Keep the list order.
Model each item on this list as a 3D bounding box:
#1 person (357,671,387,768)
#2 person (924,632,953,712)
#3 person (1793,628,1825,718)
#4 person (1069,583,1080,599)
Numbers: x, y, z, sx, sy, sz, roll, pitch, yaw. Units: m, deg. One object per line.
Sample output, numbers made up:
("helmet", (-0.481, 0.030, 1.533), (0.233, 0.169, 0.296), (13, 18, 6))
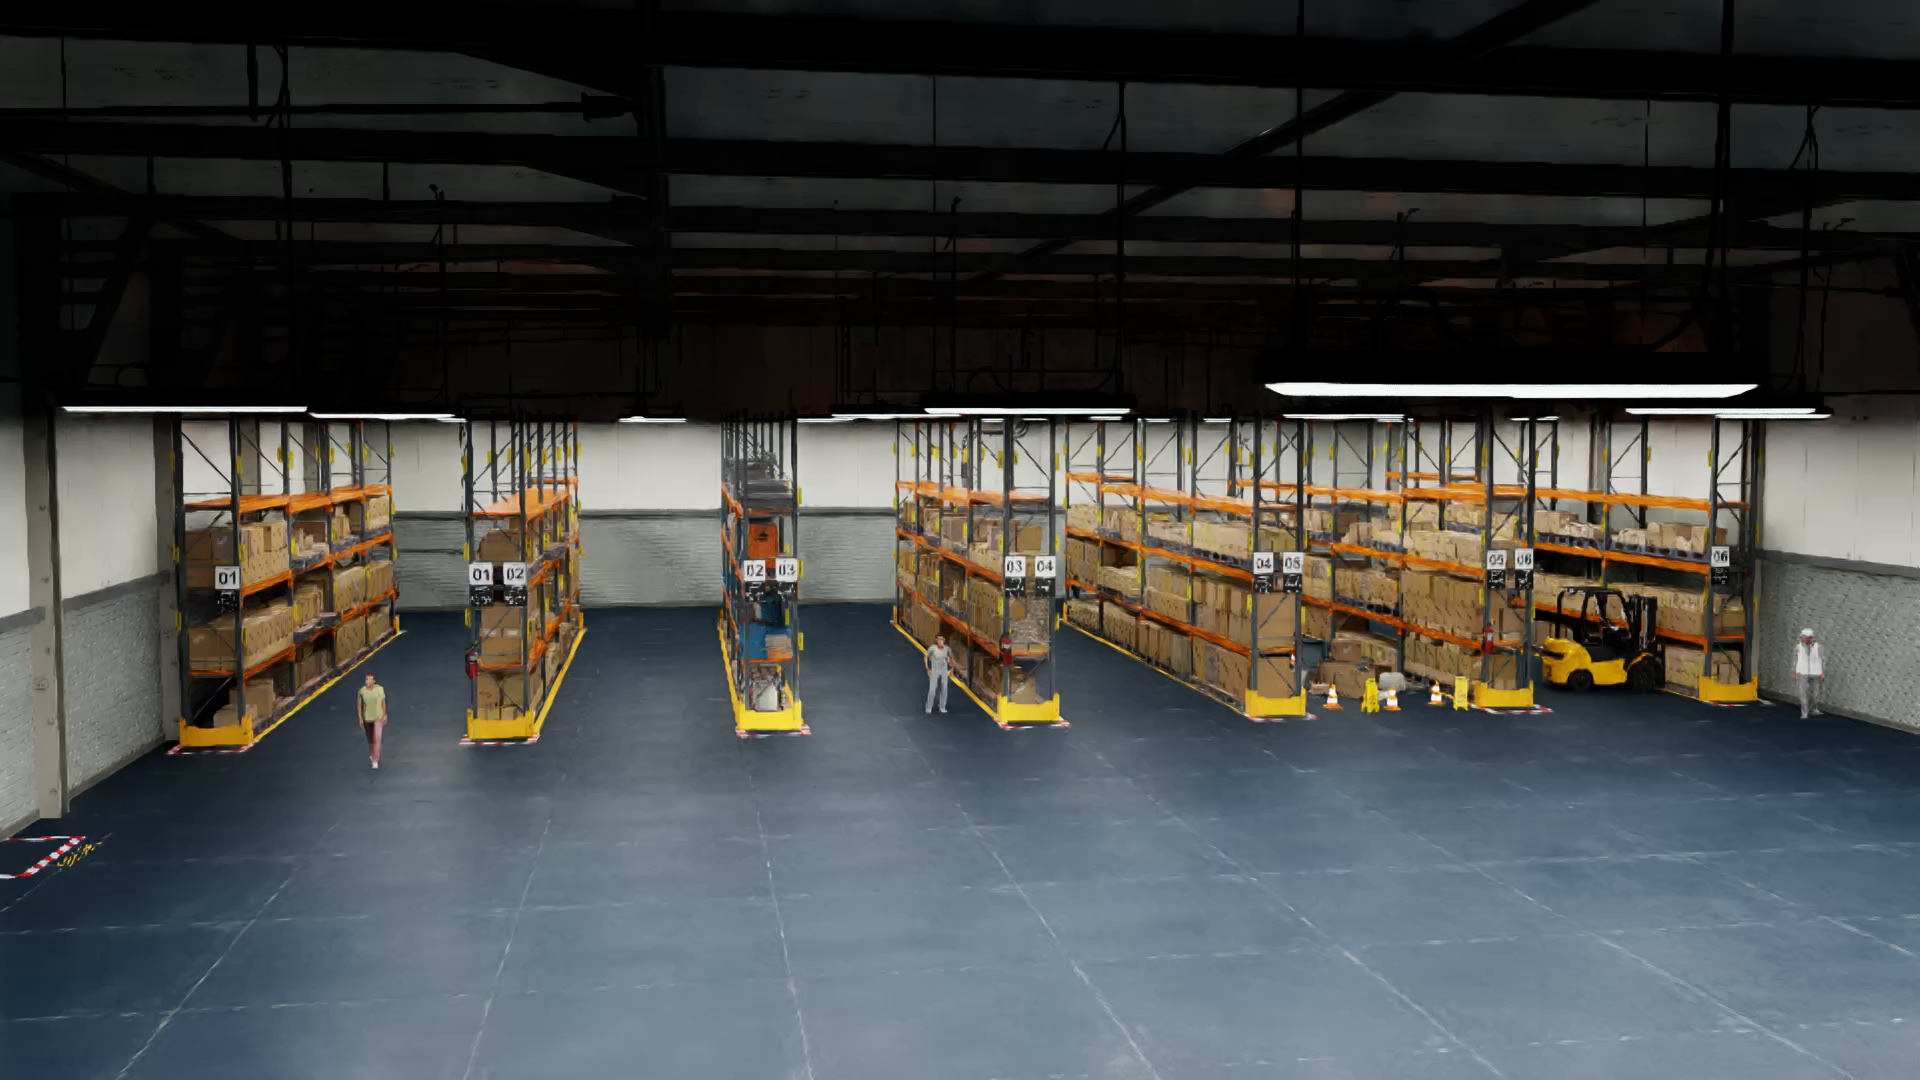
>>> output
("person", (-9.852, 2.976, 27.814), (0.448, 1.579, 1.110), (-1, 4, -7))
("person", (-0.422, 2.622, 32.968), (0.580, 1.618, 0.506), (-1, 4, -12))
("person", (16.577, 2.584, 32.464), (0.572, 1.759, 0.562), (2, 4, 27))
("person", (3.586, 1.368, 51.437), (0.442, 1.576, 0.505), (2, 4, 26))
